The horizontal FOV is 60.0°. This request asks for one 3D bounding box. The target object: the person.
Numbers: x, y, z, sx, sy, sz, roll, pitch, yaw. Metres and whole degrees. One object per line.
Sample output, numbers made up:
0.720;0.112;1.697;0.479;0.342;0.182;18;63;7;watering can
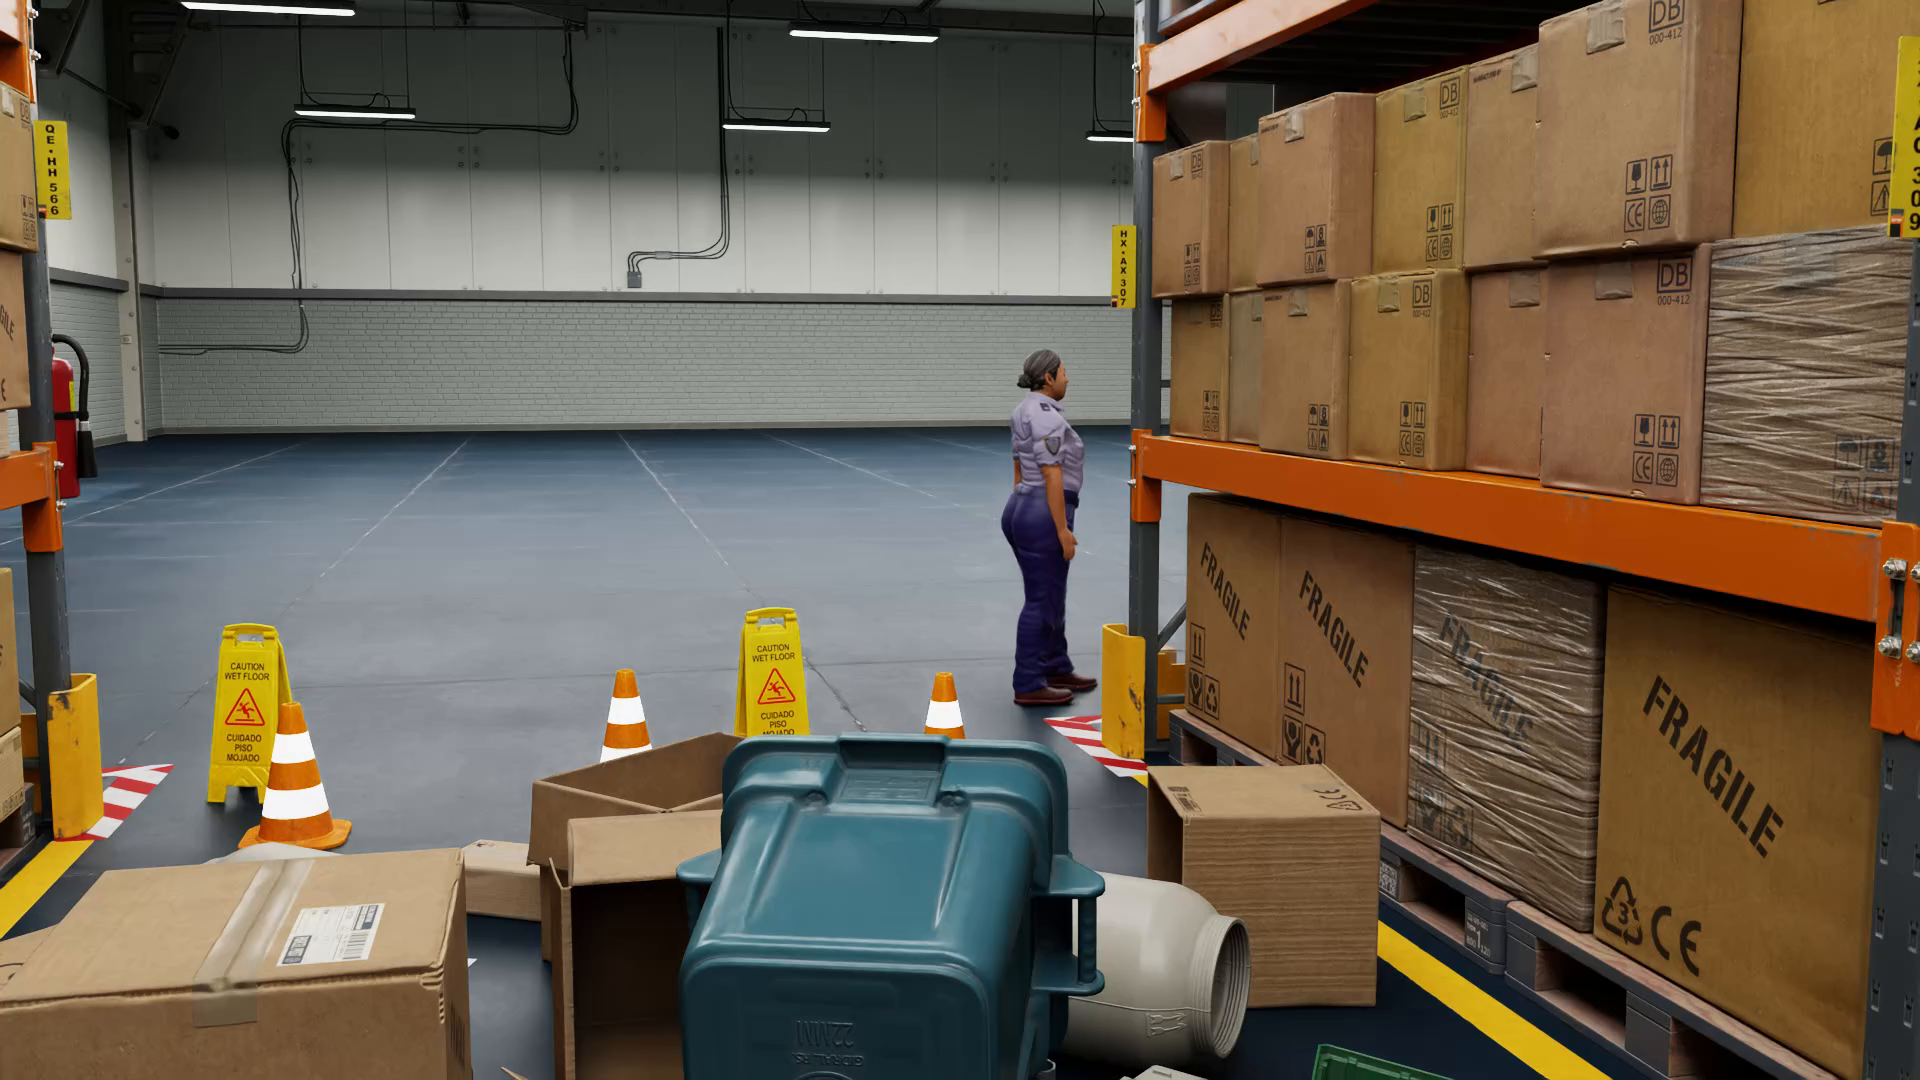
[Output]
0.469;-0.070;7.816;0.530;1.648;0.504;-2;6;-15;person
